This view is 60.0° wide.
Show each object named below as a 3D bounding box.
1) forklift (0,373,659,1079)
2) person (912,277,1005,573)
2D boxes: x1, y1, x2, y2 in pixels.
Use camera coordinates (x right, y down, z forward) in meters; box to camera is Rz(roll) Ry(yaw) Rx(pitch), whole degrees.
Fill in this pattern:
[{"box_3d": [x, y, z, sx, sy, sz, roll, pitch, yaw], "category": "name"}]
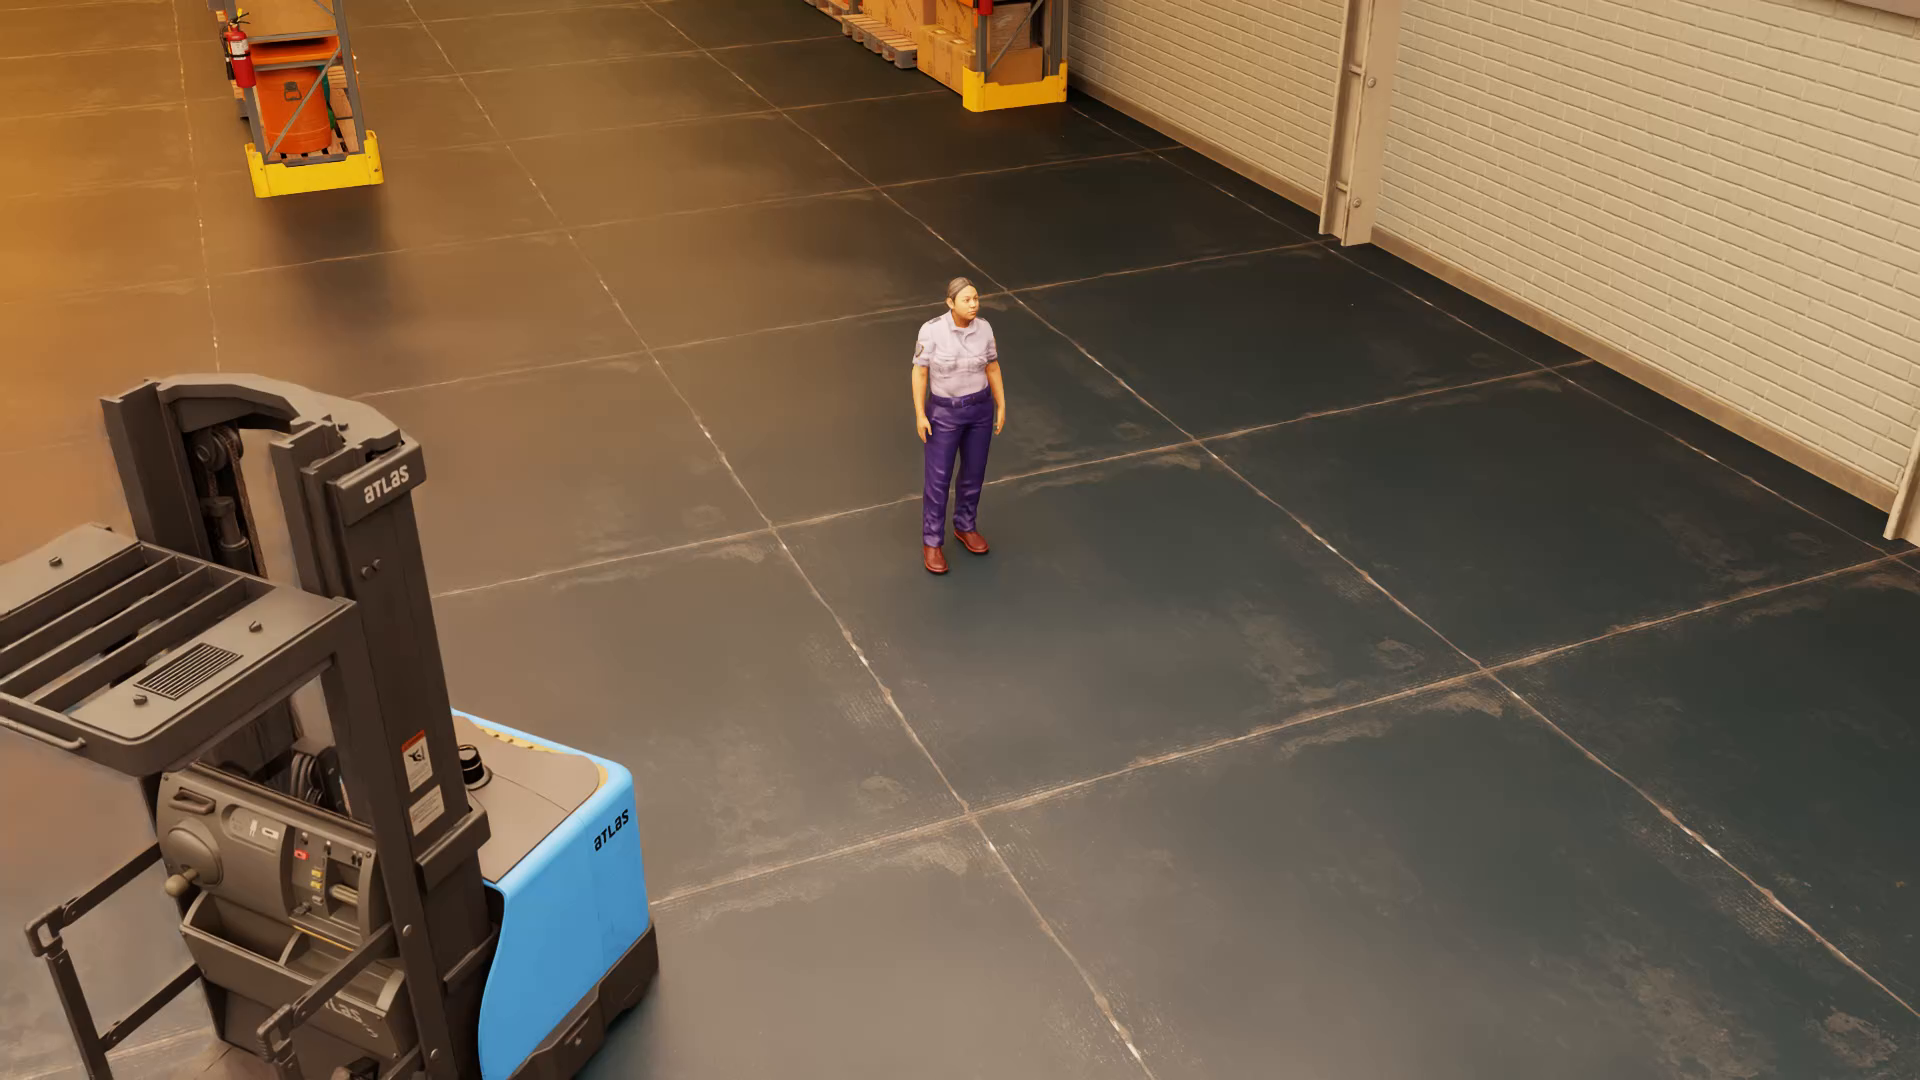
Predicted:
[{"box_3d": [-2.343, 1.084, 5.224, 1.130, 2.935, 3.031, 14, 32, 22], "category": "forklift"}, {"box_3d": [0.015, -0.671, 9.583, 0.598, 1.641, 0.502, -12, 32, -20], "category": "person"}]
